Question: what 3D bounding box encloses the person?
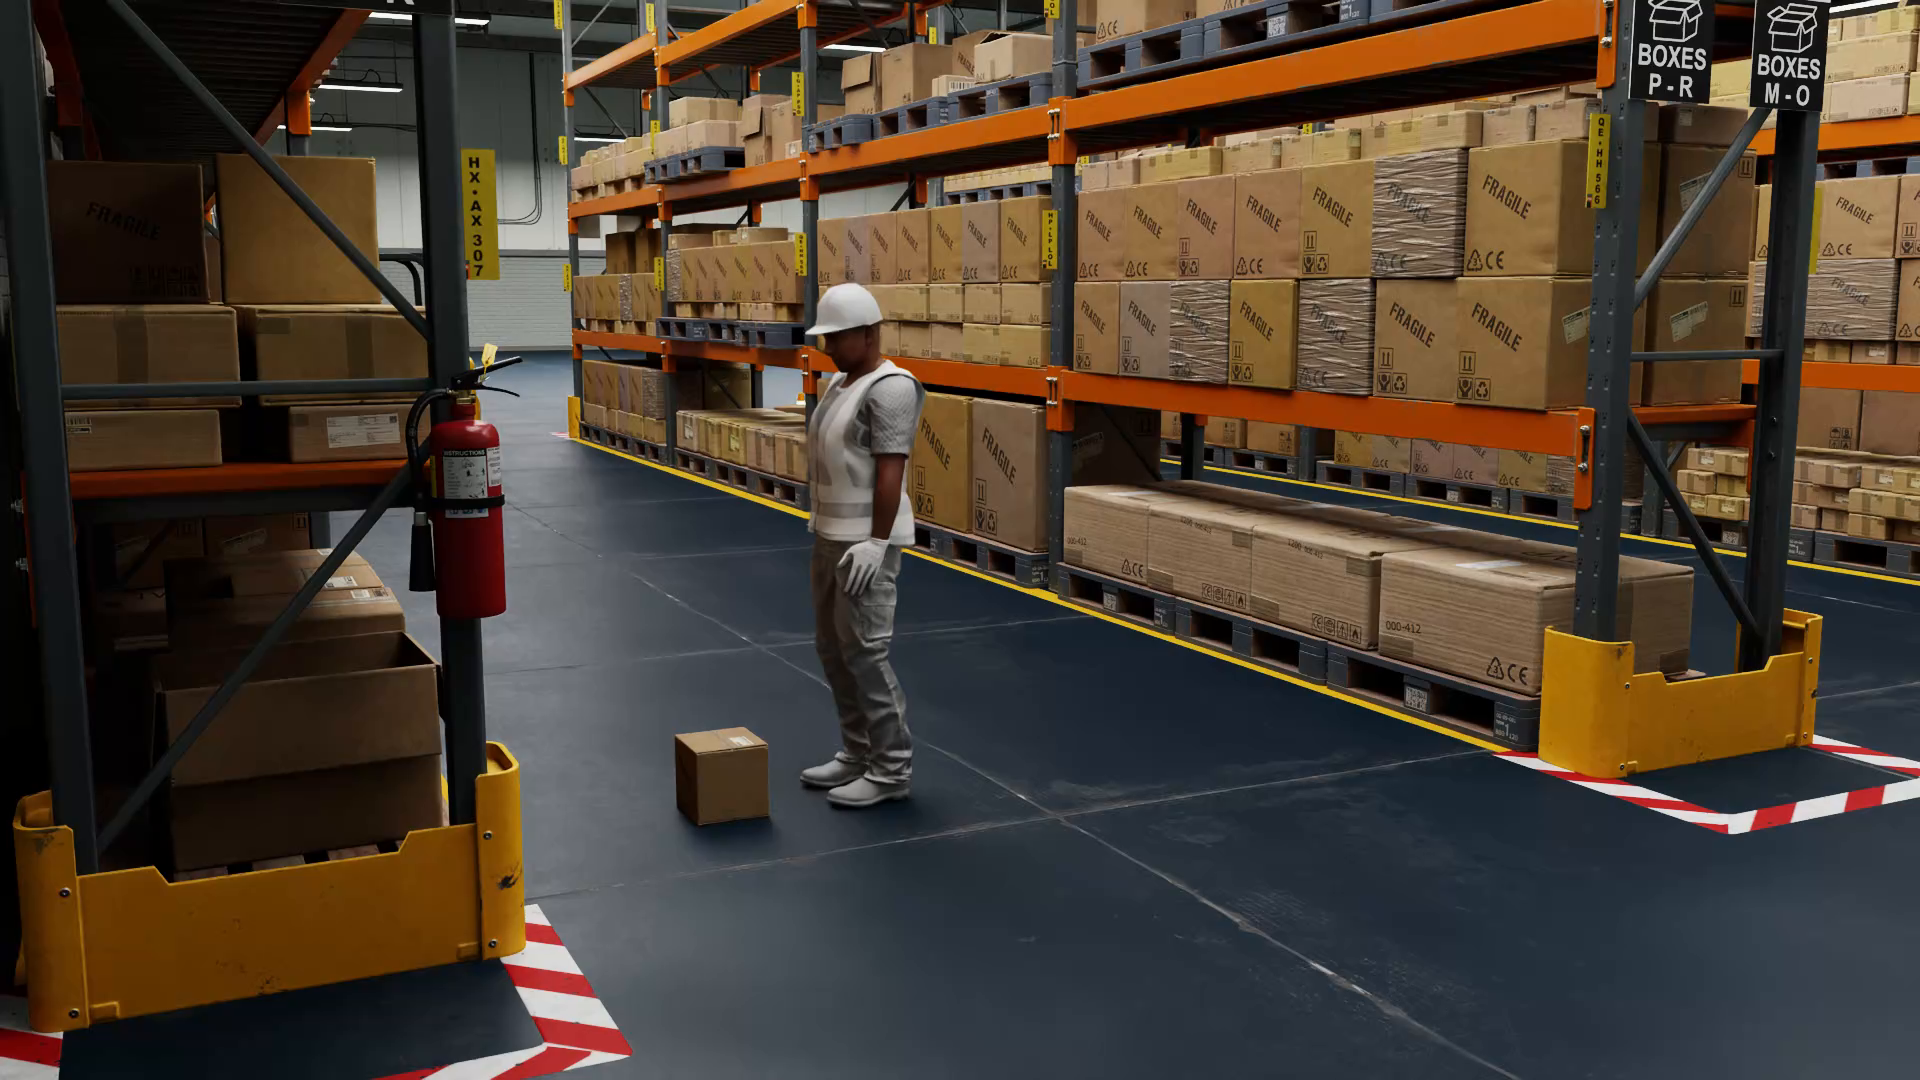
[{"bbox_3d":[-0.347,0.013,5.715,0.367,1.772,0.549,-4,9,-25],"label":"person"}]
